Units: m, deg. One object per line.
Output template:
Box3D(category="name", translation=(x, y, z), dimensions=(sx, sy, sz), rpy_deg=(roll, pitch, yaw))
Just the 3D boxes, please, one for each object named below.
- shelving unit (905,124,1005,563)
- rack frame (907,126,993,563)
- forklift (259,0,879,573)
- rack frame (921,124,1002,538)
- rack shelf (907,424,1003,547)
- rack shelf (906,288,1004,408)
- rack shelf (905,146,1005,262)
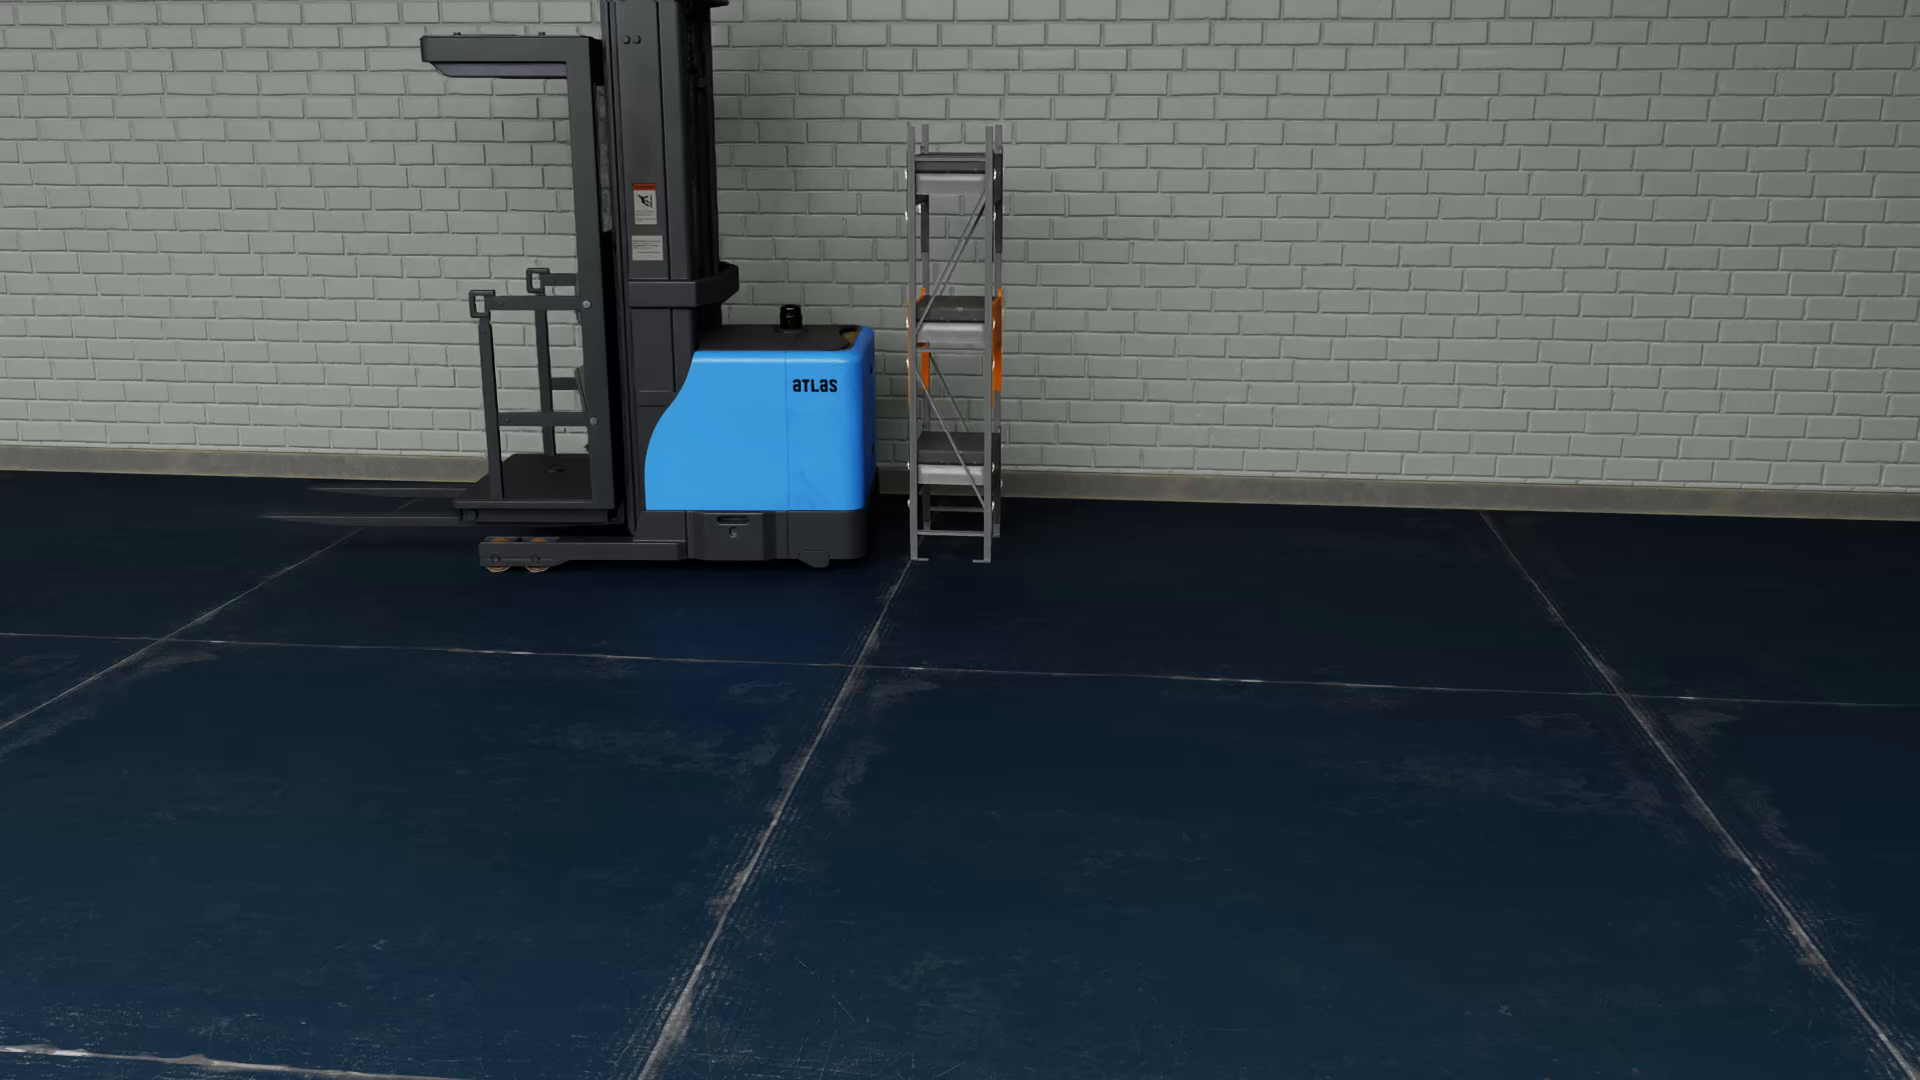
Box3D(category="shelving unit", translation=(-0.019, -0.971, 8.229), dimensions=(0.431, 2.100, 0.503), rpy_deg=(2, 15, 6))
Box3D(category="rack frame", translation=(-0.046, -0.907, 7.995), dimensions=(0.400, 2.100, 0.015), rpy_deg=(2, 15, 6))
Box3D(category="forklift", translation=(-1.956, -1.394, 8.203), dimensions=(3.031, 2.935, 1.130), rpy_deg=(0, 15, 1))
Box3D(category="rack frame", translation=(0.009, -1.034, 8.463), dimensions=(0.400, 2.100, 0.015), rpy_deg=(2, 15, 6))
Box3D(category="rack shelf", translation=(-0.019, -0.282, 8.415), dimensions=(0.431, 0.518, 0.480), rpy_deg=(2, 15, 6))
Box3D(category="rack shelf", translation=(-0.019, -0.958, 8.233), dimensions=(0.431, 0.518, 0.480), rpy_deg=(2, 15, 6))
Box3D(category="rack shelf", translation=(-0.019, -1.633, 8.050), dimensions=(0.431, 0.518, 0.480), rpy_deg=(2, 15, 6))
